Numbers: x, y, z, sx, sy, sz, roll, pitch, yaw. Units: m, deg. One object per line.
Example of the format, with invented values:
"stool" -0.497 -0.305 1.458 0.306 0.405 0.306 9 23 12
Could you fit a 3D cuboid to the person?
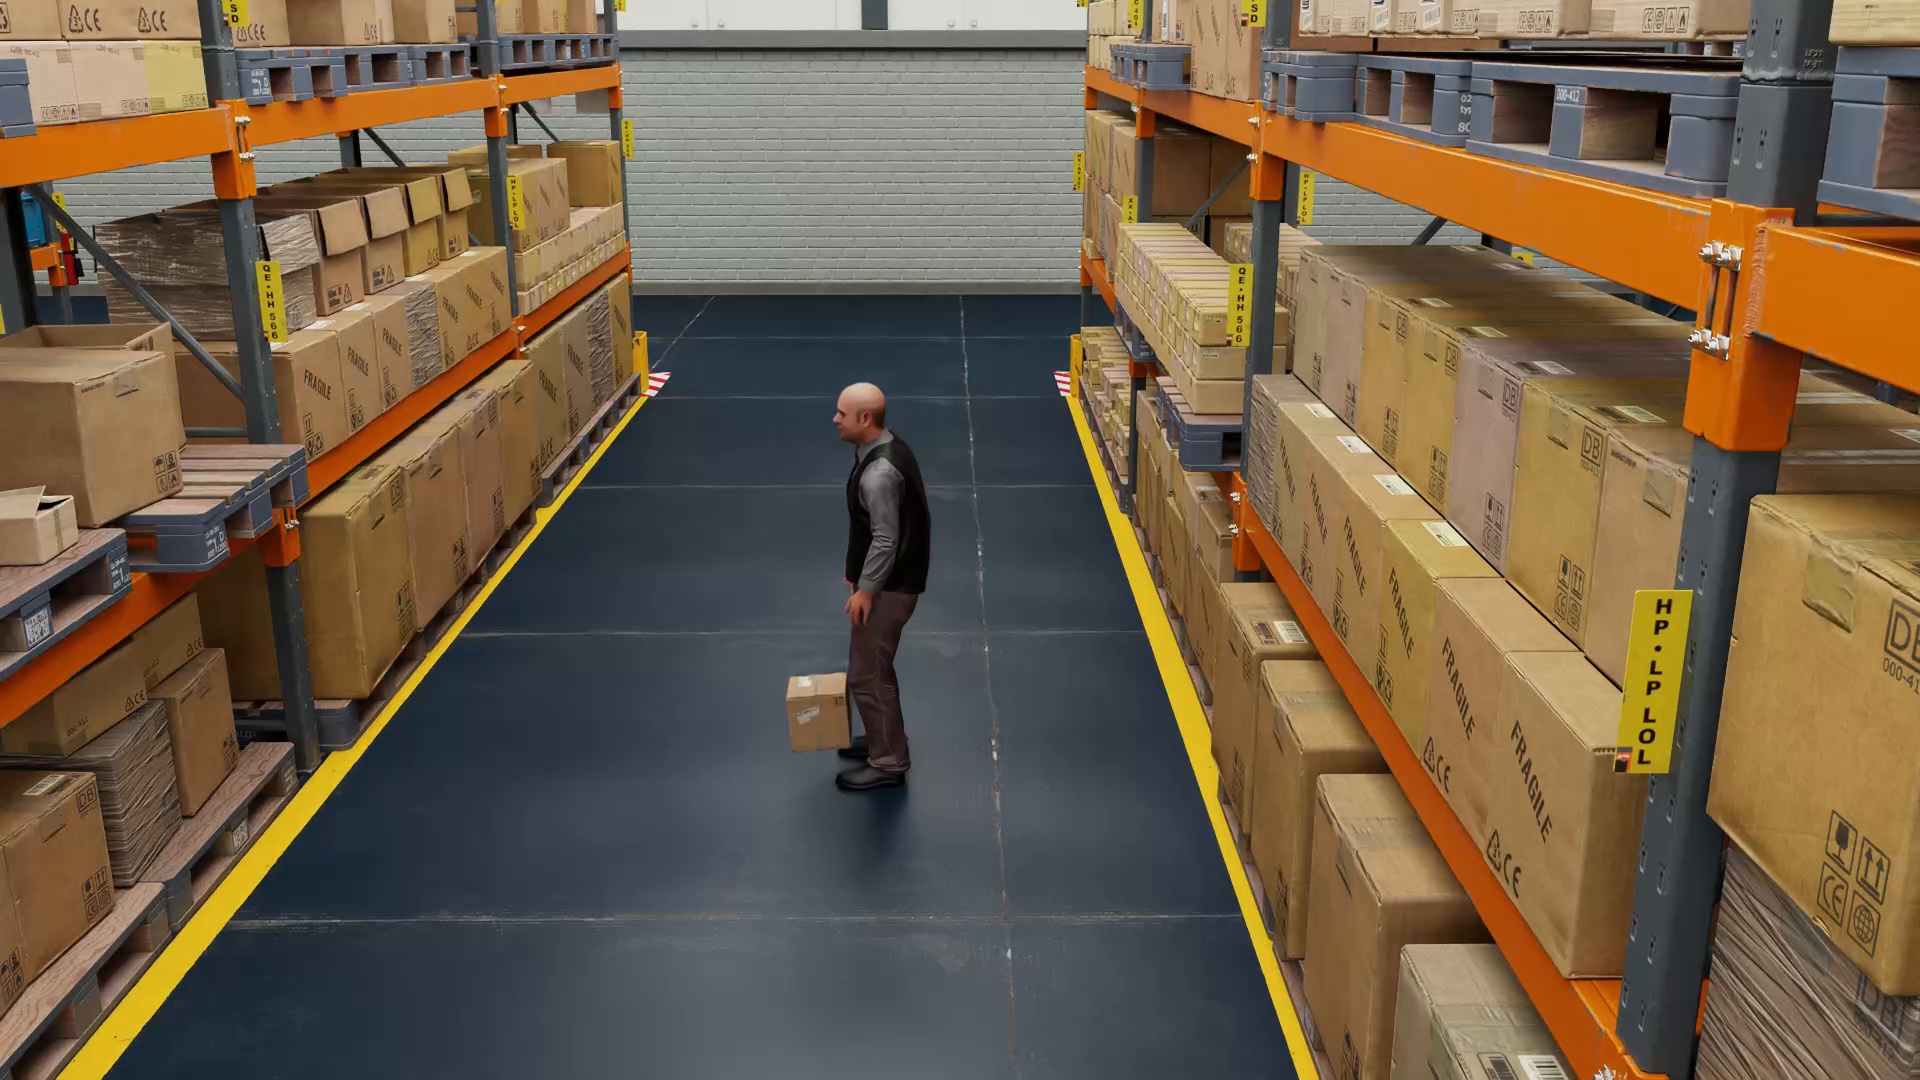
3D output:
"person" -0.330 0.185 6.976 0.418 1.723 0.566 -1 17 -3
